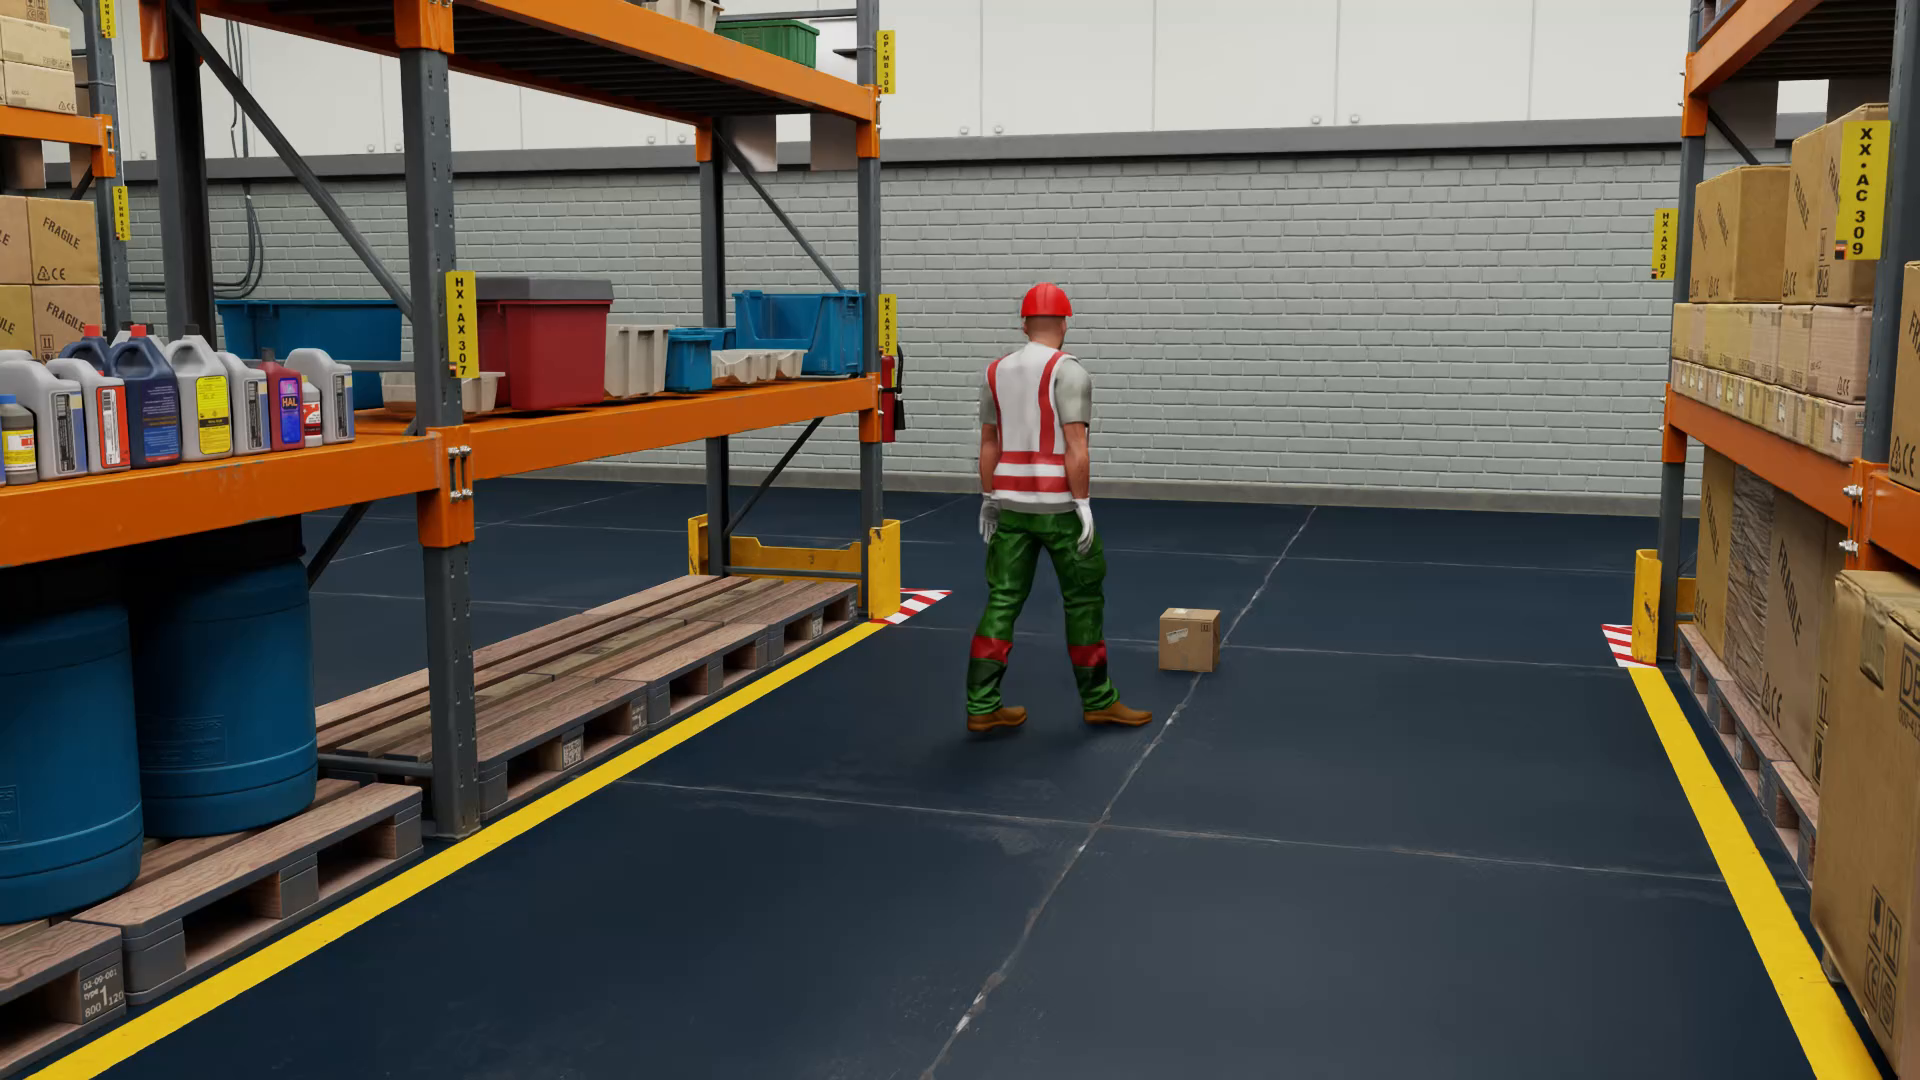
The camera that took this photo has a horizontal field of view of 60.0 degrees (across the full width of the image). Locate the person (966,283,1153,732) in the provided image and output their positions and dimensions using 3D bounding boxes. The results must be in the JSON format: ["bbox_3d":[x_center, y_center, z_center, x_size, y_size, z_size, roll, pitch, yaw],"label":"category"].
[{"bbox_3d":[0.330,-0.123,6.622,0.625,1.784,0.729,8,11,42],"label":"person"}]
